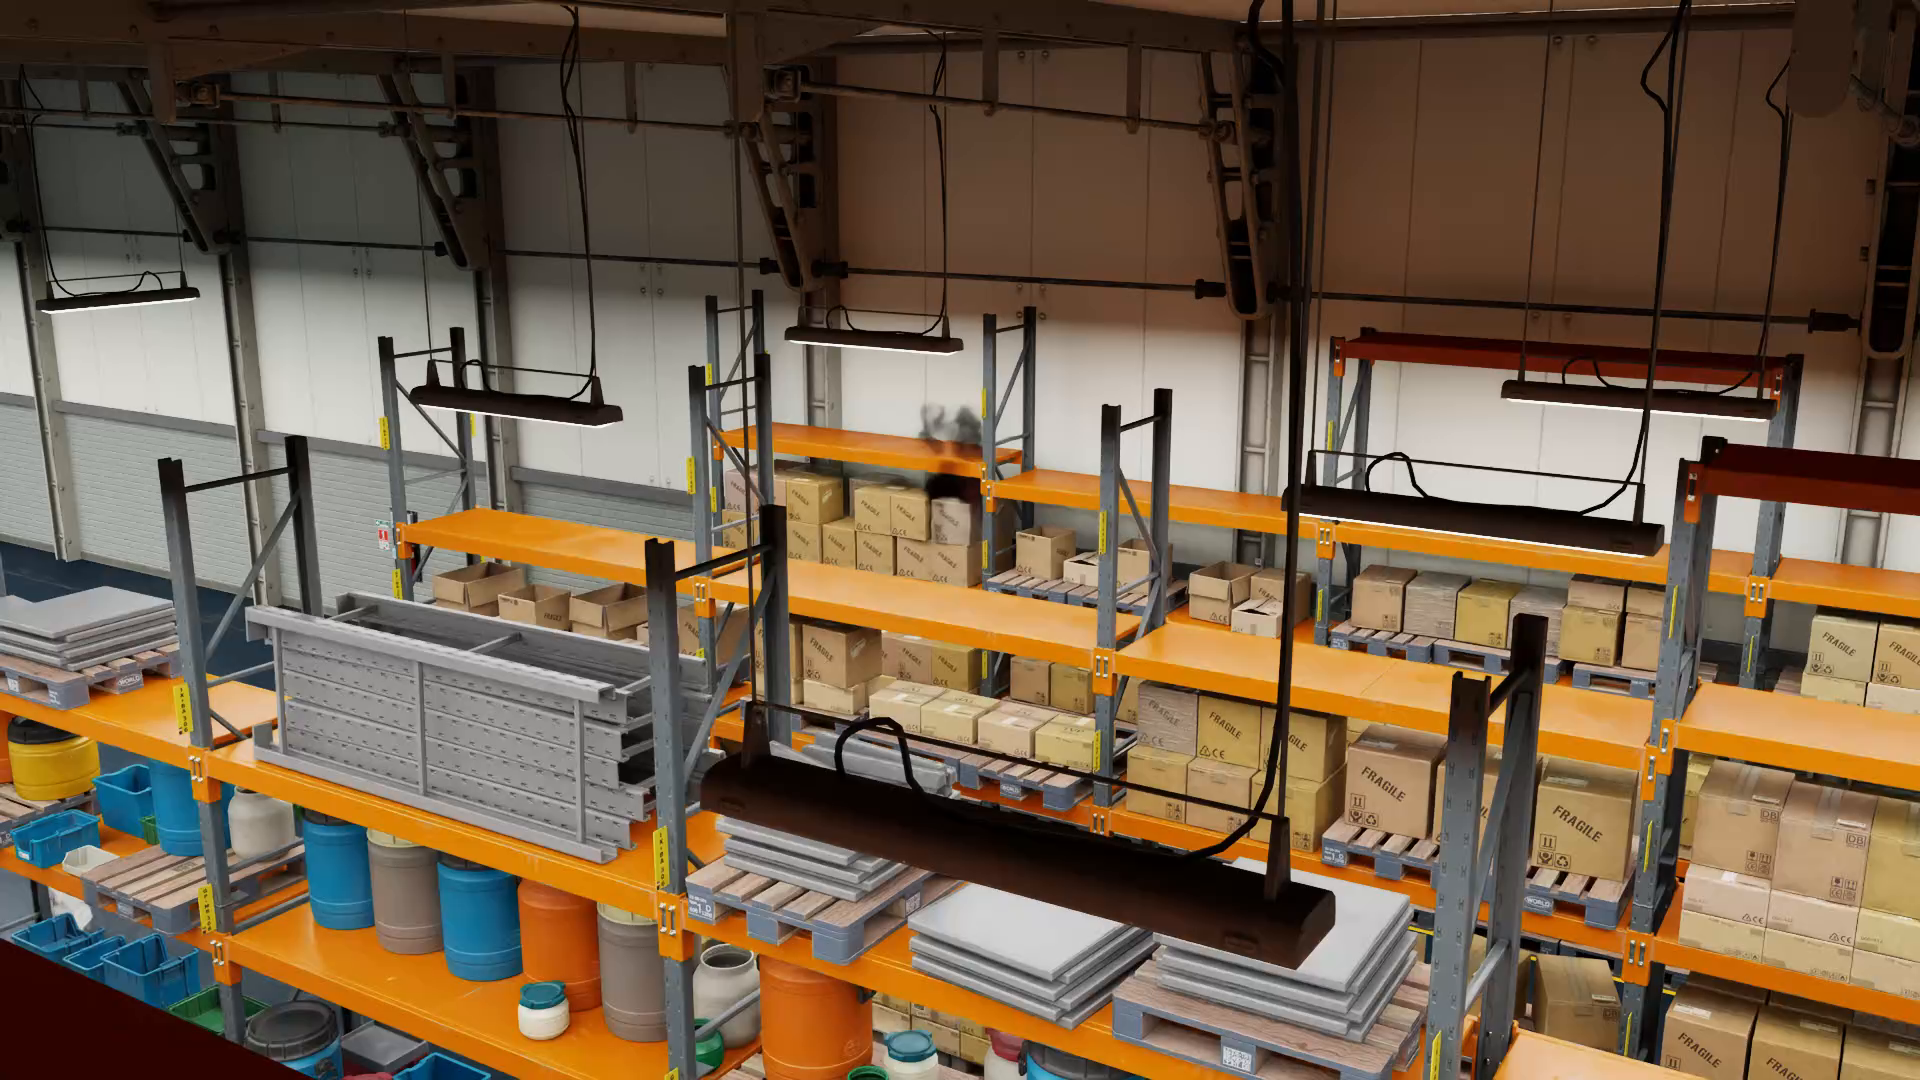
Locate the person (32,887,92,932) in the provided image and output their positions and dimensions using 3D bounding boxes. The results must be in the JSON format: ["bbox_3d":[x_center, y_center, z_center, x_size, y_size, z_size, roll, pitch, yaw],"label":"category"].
[{"bbox_3d":[-8.233,3.567,15.276,0.538,1.731,0.667,1,14,3],"label":"person"}]

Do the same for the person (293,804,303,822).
[{"bbox_3d":[-7.311,2.746,18.420,0.859,1.822,0.669,-8,16,-30],"label":"person"}]
